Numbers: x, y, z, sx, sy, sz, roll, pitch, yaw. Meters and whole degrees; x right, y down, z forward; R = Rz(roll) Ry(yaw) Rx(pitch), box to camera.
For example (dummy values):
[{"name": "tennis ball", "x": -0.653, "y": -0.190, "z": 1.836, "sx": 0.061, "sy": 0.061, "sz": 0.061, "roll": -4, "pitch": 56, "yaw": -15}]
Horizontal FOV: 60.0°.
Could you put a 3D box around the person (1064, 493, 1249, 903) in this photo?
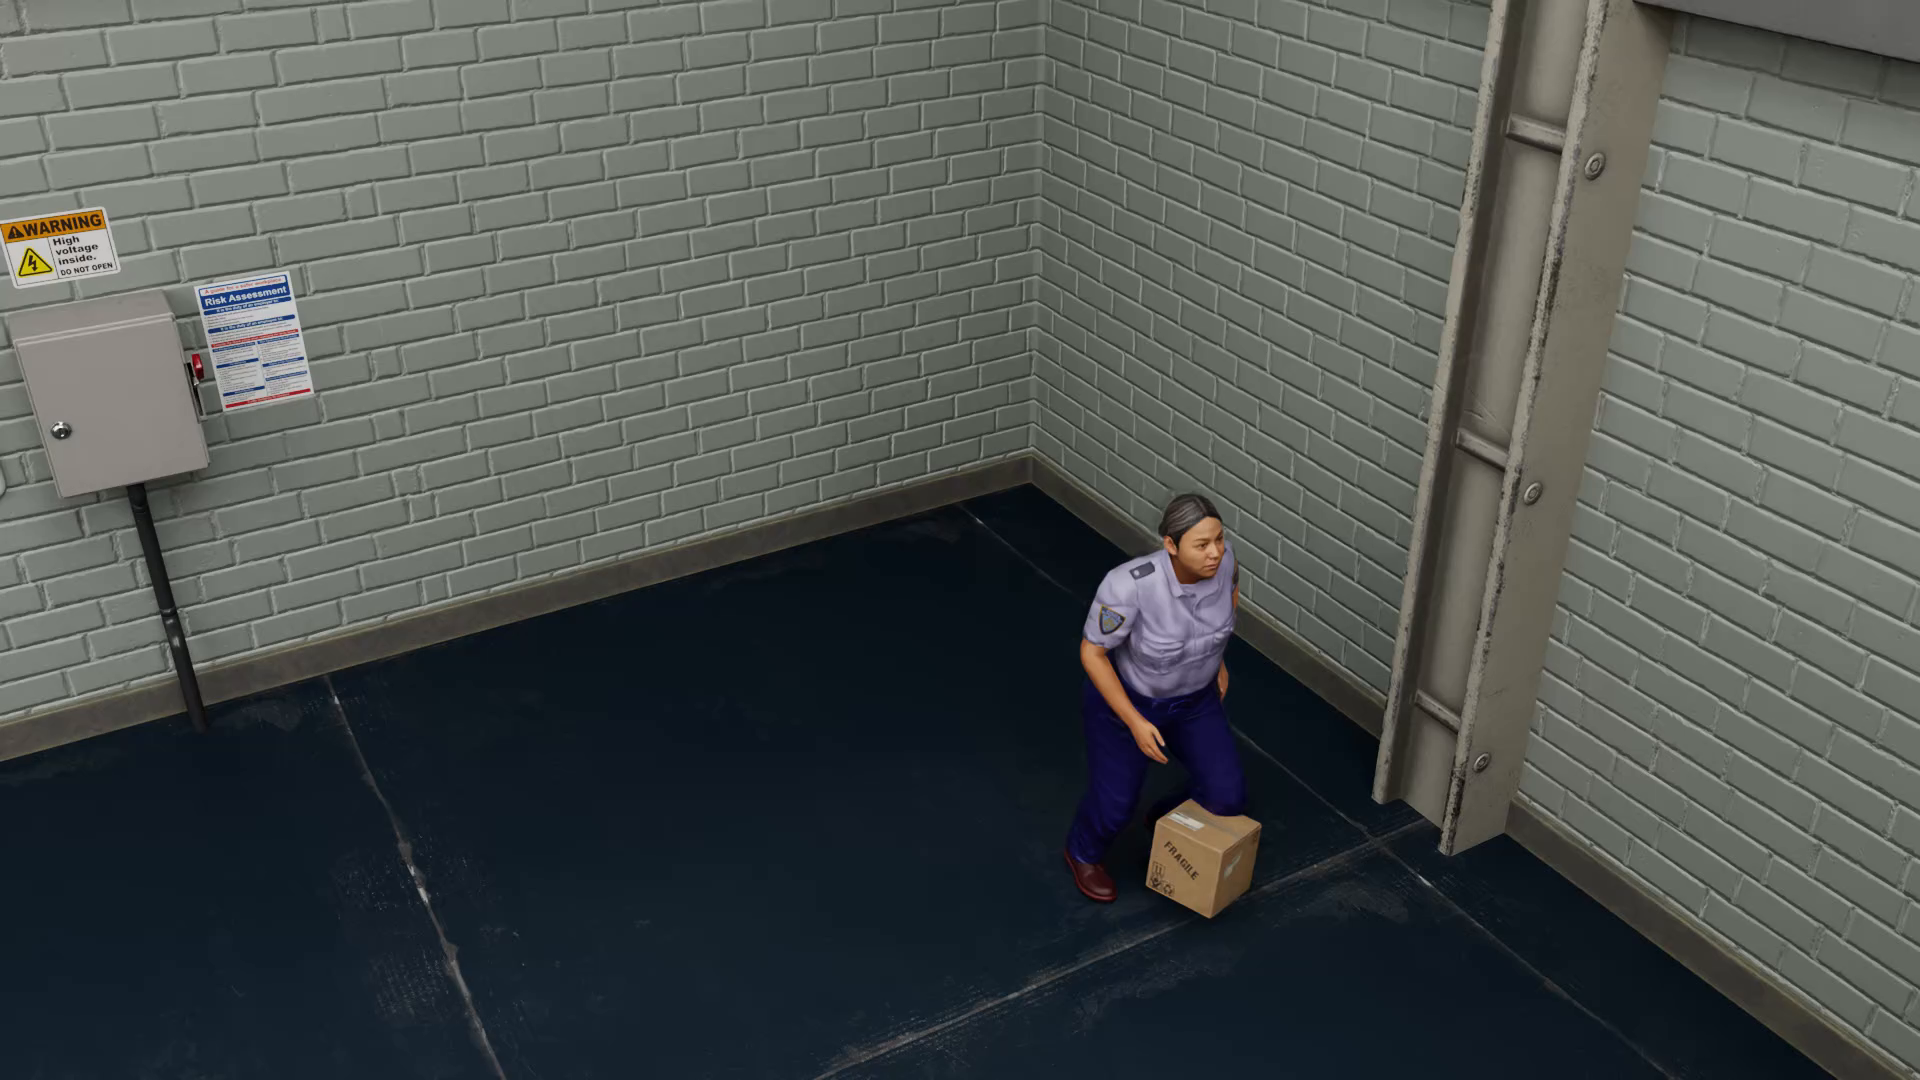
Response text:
[{"name": "person", "x": 0.636, "y": 0.509, "z": 5.296, "sx": 0.623, "sy": 1.584, "sz": 0.585, "roll": -13, "pitch": 32, "yaw": -22}]
